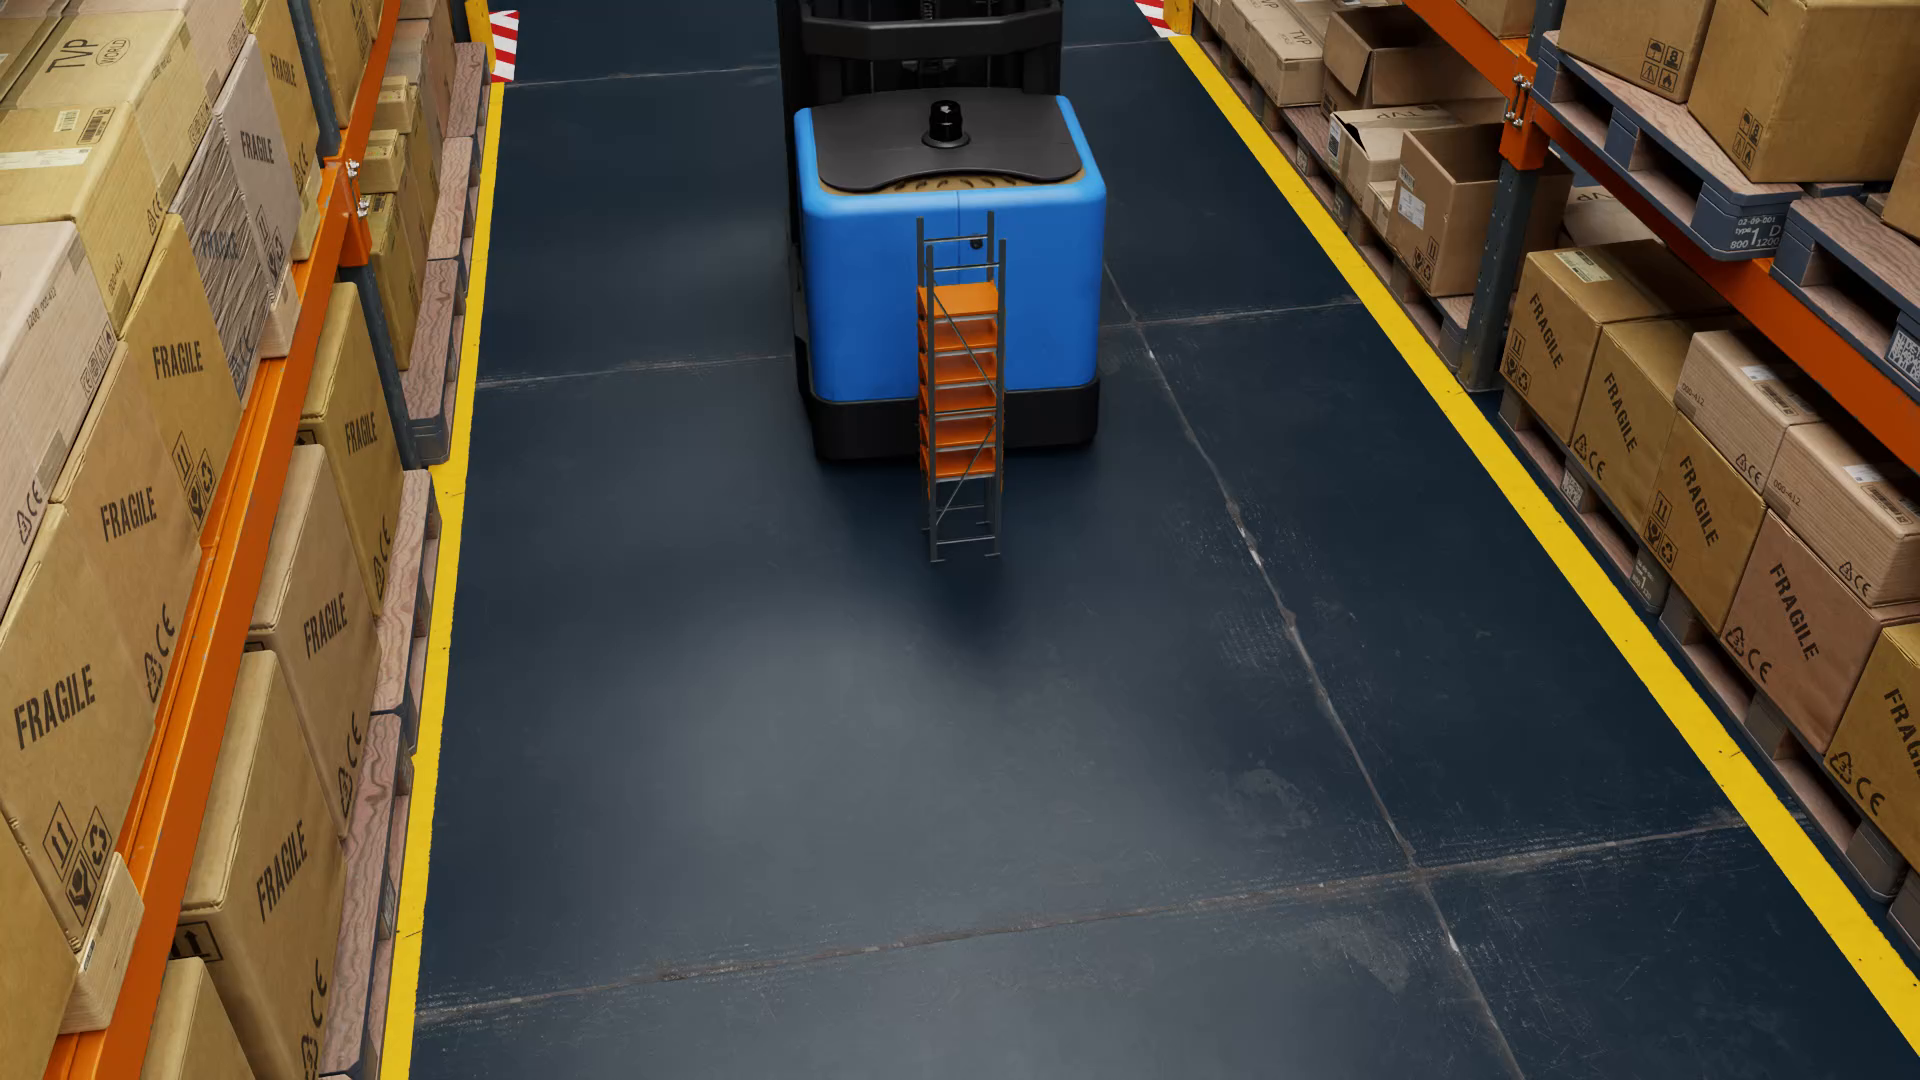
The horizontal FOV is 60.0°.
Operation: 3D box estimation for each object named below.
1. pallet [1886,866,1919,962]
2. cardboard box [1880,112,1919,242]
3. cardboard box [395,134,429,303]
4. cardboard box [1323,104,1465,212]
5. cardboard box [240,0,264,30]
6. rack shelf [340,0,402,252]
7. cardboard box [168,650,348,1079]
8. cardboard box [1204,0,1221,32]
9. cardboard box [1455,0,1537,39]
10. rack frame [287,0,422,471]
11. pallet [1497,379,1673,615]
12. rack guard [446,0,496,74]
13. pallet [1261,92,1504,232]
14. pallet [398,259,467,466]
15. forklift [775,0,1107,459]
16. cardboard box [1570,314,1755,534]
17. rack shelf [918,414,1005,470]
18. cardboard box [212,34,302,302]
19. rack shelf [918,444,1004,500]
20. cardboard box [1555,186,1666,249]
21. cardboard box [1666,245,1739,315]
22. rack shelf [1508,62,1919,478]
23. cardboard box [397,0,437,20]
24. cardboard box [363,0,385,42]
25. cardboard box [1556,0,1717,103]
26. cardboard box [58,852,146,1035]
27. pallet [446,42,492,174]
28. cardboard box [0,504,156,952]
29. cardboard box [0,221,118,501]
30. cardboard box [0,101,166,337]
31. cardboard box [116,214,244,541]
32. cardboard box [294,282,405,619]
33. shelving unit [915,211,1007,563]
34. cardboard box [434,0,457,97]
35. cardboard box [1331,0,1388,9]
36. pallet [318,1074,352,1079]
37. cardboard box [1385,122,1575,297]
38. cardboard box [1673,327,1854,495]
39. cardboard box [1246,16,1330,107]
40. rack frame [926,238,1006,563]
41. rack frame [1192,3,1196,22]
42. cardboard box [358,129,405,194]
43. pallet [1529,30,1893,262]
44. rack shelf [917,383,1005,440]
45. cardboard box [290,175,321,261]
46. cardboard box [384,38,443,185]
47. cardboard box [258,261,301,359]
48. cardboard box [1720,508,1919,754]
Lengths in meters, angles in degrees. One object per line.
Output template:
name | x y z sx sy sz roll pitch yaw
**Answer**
pallet | 3.067 1.223 4.004 1.003 0.211 1.213 -6 38 -8
cardboard box | 2.830 -0.984 4.148 0.700 0.500 0.500 -16 41 -19
cardboard box | -2.532 -1.250 6.609 0.700 0.500 0.500 -7 38 -8
cardboard box | 1.949 -1.718 7.350 0.500 0.311 0.500 -6 38 -8
cardboard box | -2.083 -1.511 4.298 0.500 0.250 0.500 -5 38 -7
rack shelf | -2.768 -2.228 6.760 1.077 0.370 4.000 -6 38 -8
cardboard box | -1.863 0.806 3.677 0.750 0.750 0.750 -6 38 -8
cardboard box | 1.537 -2.870 8.950 0.380 0.166 0.250 -6 38 -8
cardboard box | 2.119 -2.153 5.995 0.500 0.500 0.500 -6 38 -7
rack frame | -2.417 -1.305 4.984 1.000 3.000 0.127 -6 38 -8
pallet | 2.639 -0.251 5.901 1.003 0.211 1.213 -6 38 -8
rack guard | -3.122 -2.748 8.880 1.175 0.500 0.348 -6 38 -8
pallet | 2.123 -1.892 8.013 1.003 0.211 1.213 -6 38 -8
pallet | -2.473 -0.671 6.442 1.003 0.211 1.213 -6 38 -8
forklift | -0.182 -2.344 6.378 1.130 2.935 3.031 -4 38 -5
cardboard box | 2.409 -0.387 5.482 0.500 0.500 0.500 -6 38 -7
rack shelf | 0.003 -0.335 5.472 0.258 0.103 0.180 -6 38 -8
cardboard box | -1.989 -0.911 4.137 0.500 0.500 0.500 -6 38 -8
rack shelf | 0.003 -0.240 5.545 0.258 0.103 0.180 -6 38 -8
cardboard box | 2.599 -1.228 6.719 0.500 0.311 0.500 -6 38 -8
cardboard box | 2.828 -0.759 5.961 0.500 0.500 0.500 -6 38 -8
rack shelf | 2.810 -0.348 4.339 1.077 0.370 4.000 -6 38 -8
cardboard box | -2.650 -2.531 7.730 0.380 0.149 0.250 -5 38 -7
cardboard box | -2.619 -2.194 5.884 0.980 0.700 0.700 -7 38 -9
cardboard box | 2.322 -1.735 5.114 0.700 0.500 0.500 -19 42 -23
cardboard box | -1.544 0.656 2.649 0.380 0.149 0.250 -5 38 -7
pallet | -2.901 -2.145 8.339 1.003 0.211 1.213 -6 38 -8
cardboard box | -1.632 0.308 2.568 0.500 0.500 0.500 -5 38 -6
cardboard box | -1.728 -0.278 2.711 0.500 0.250 0.500 -6 38 -8
cardboard box | -1.824 -0.585 3.107 0.500 0.250 0.500 -7 38 -9
cardboard box | -1.816 -0.305 3.358 0.500 0.500 0.500 -5 38 -7
cardboard box | -2.175 -0.243 5.028 0.750 0.750 0.750 -6 38 -7
shelving unit | 0.003 -0.465 5.371 0.258 1.200 0.189 -6 38 -8
cardboard box | -2.897 -2.487 8.202 0.700 0.500 0.500 -6 38 -8
cardboard box | 2.078 -2.754 8.801 0.380 0.166 0.250 -6 38 -8
pallet | -1.780 1.728 3.353 1.003 0.211 1.213 -6 38 -8
cardboard box | 2.080 -1.340 6.709 0.500 0.500 0.500 -6 38 -8
cardboard box | 2.480 -0.400 4.888 0.500 0.250 0.500 -6 38 -8
cardboard box | 1.749 -2.381 8.252 0.500 0.250 0.500 -6 38 -8
rack frame | 0.019 -0.410 5.300 0.240 1.200 0.006 -6 38 -8
rack frame | 1.758 -4.256 8.783 1.000 3.000 0.127 -6 38 -8
cardboard box | -2.328 -1.429 6.310 0.380 0.149 0.250 -5 38 -6
pallet | 2.492 -1.269 5.095 1.003 0.211 1.213 -6 38 -8
rack shelf | 0.003 -0.430 5.398 0.258 0.103 0.180 -6 38 -8
cardboard box | -2.012 -0.890 4.639 0.380 0.149 0.250 -6 38 -7
cardboard box | -2.720 -1.881 7.422 0.700 0.500 0.500 -7 38 -9
cardboard box | -1.906 -0.575 4.234 0.380 0.149 0.250 -6 38 -8
cardboard box | 2.577 0.221 4.699 0.500 0.500 0.500 -8 38 -10
